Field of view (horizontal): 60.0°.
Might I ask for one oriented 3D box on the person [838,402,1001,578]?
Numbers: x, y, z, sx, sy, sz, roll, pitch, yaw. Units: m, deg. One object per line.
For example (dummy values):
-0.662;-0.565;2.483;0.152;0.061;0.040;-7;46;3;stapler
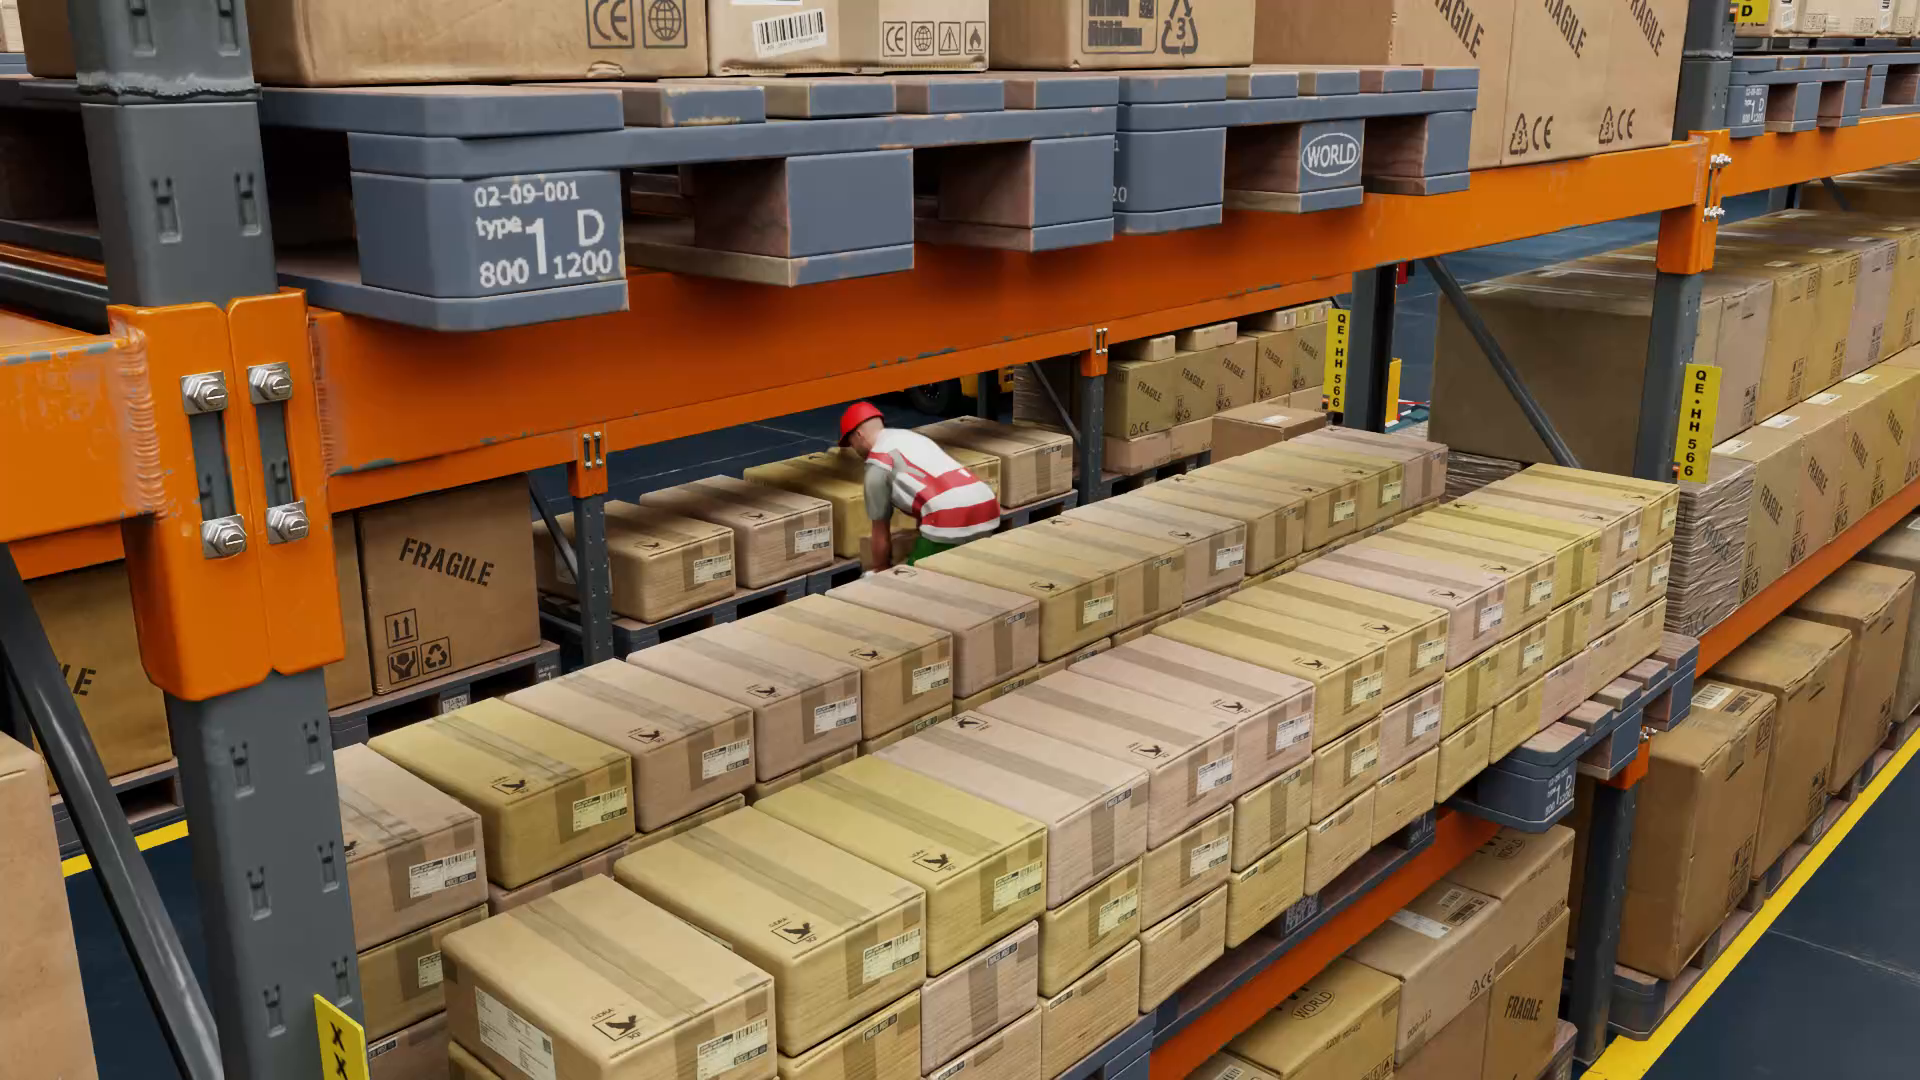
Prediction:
-0.221;0.074;7.919;0.887;1.401;0.472;14;22;38;person
